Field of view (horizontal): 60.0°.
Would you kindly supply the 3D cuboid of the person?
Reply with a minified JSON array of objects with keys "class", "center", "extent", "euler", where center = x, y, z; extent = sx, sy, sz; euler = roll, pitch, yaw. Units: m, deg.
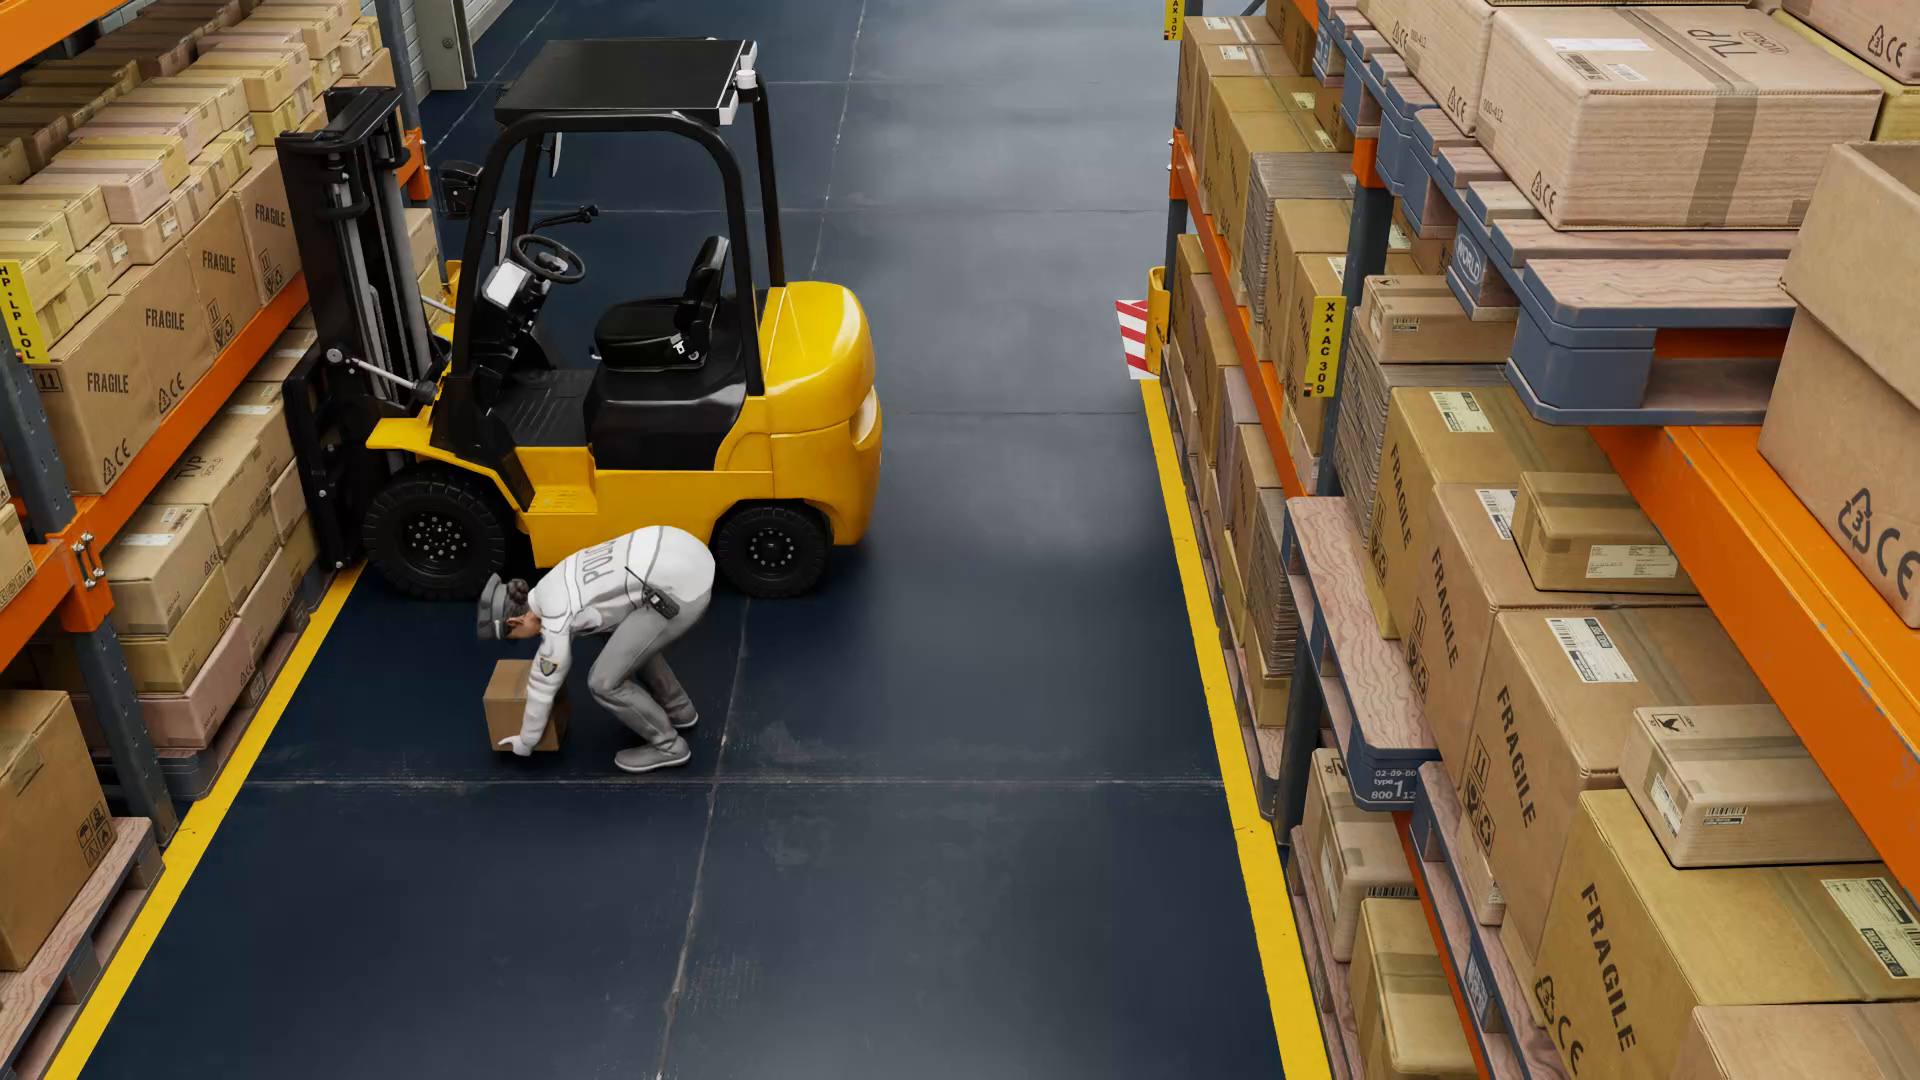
[{"class":"person","center":[-1.332,0.403,6.193],"extent":[0.881,0.919,0.456],"euler":[-2,32,-3]}]
